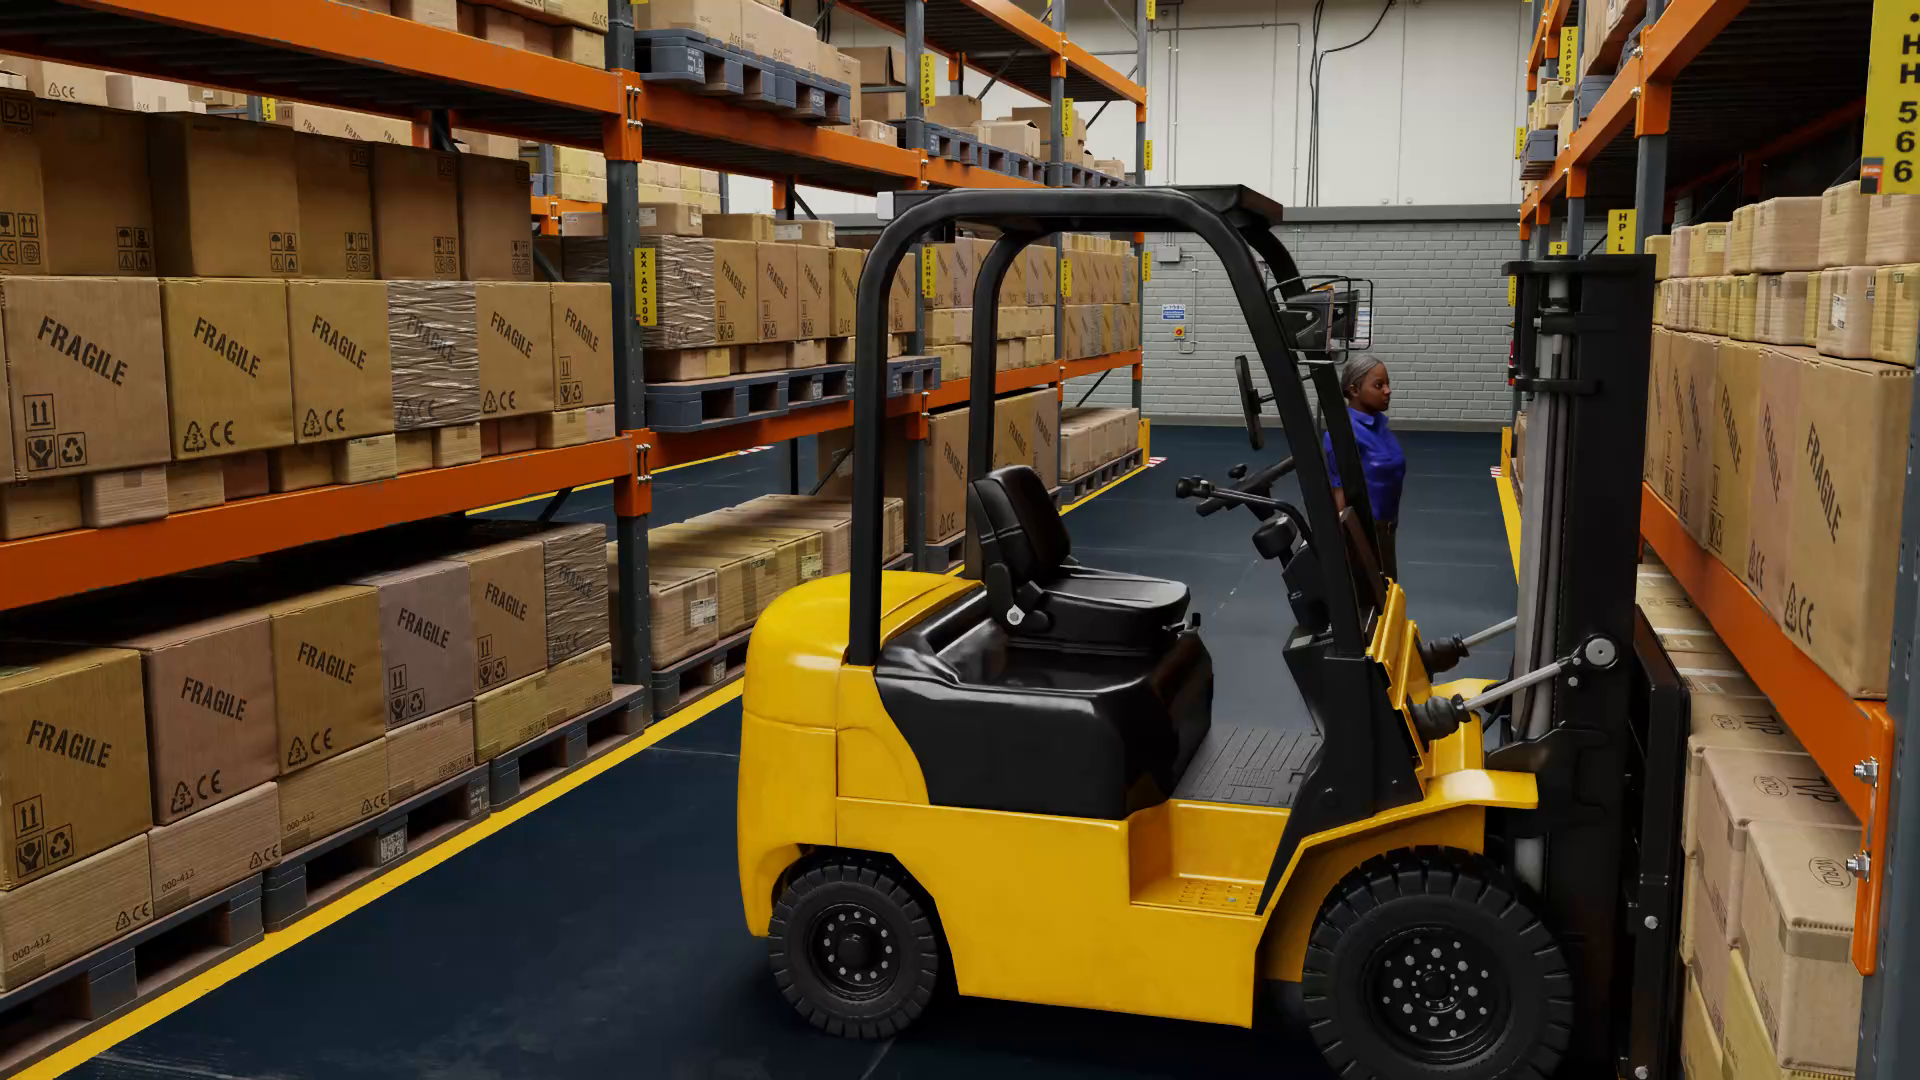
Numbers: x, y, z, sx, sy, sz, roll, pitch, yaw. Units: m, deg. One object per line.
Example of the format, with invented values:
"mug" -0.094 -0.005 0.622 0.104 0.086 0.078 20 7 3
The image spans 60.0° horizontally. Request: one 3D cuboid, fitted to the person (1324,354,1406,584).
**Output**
"person" 1.679 0.068 6.885 0.323 1.663 0.446 6 10 36
